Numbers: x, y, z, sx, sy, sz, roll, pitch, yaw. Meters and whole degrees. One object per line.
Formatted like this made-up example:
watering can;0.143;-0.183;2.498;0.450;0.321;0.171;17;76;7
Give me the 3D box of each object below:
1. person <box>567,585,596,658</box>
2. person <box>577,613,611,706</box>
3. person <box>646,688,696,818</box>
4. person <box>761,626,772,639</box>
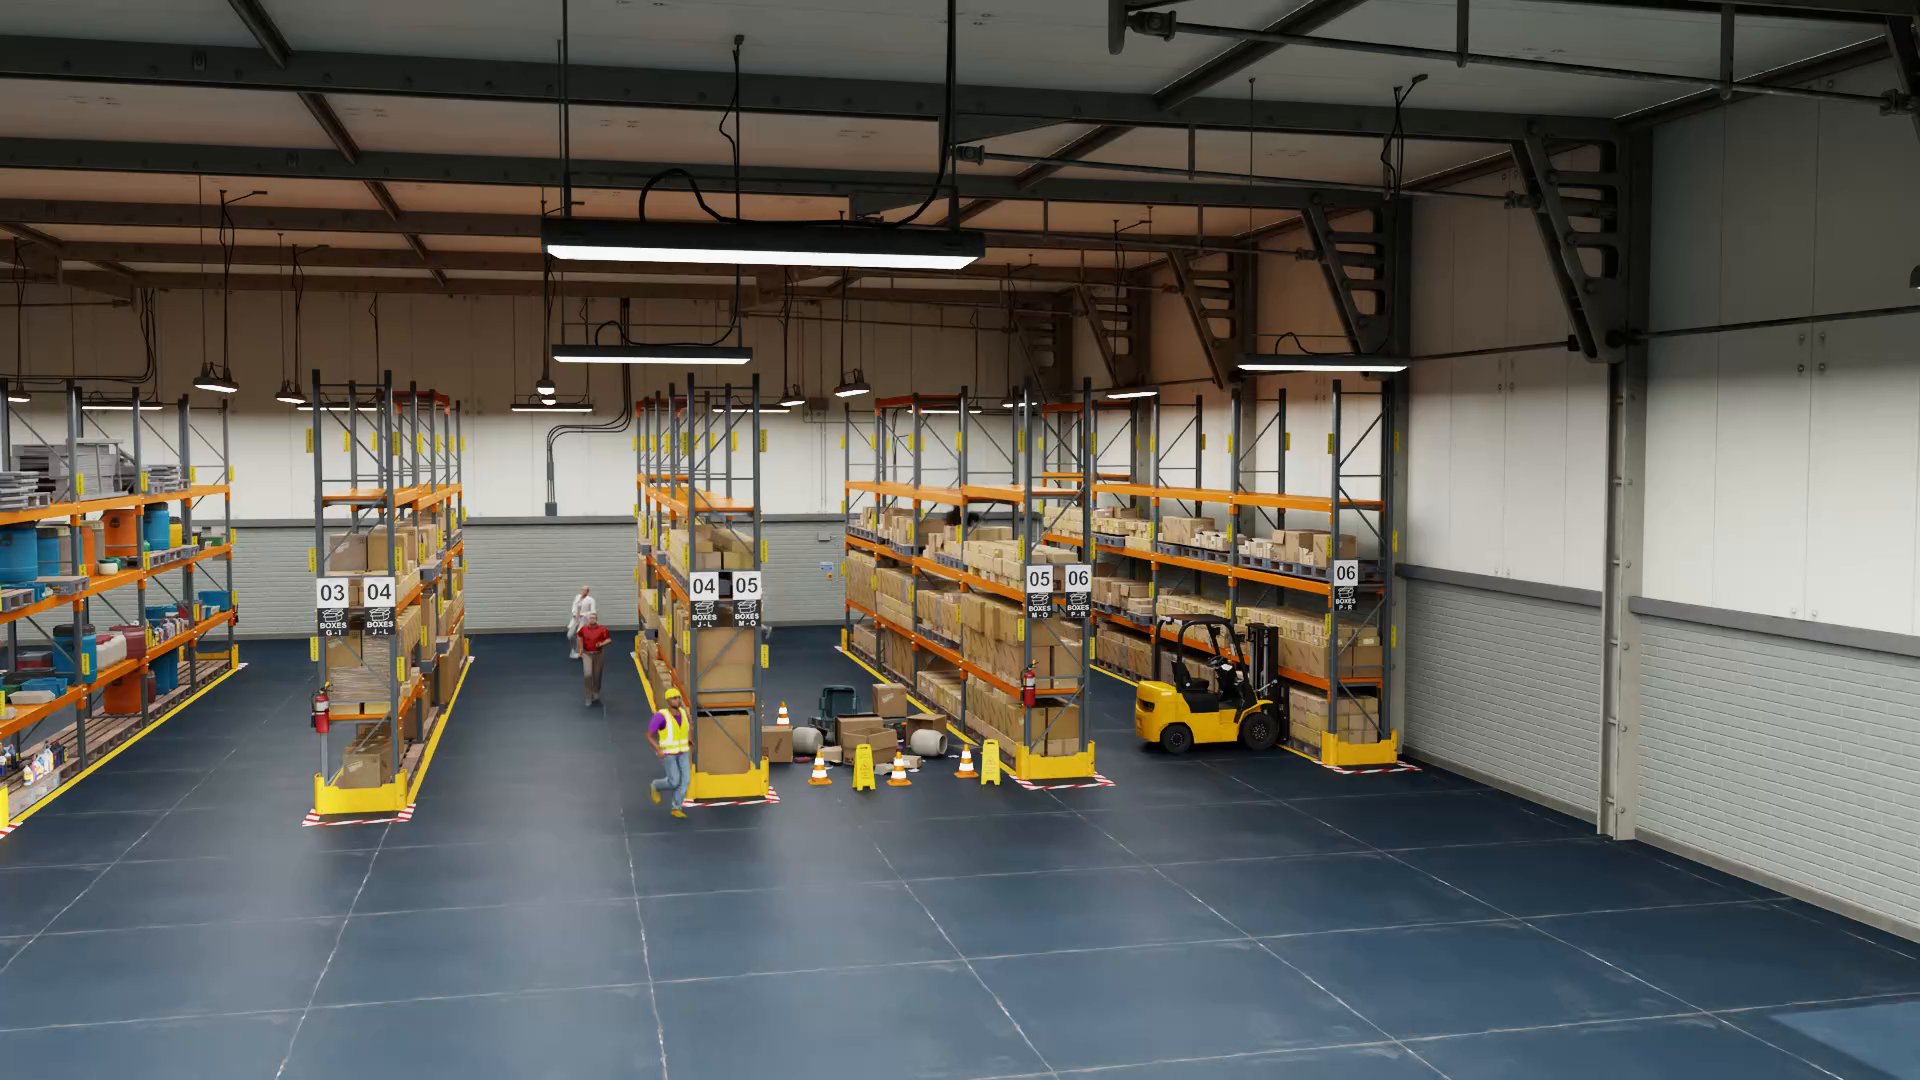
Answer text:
person;-8.775;1.907;38.618;0.733;1.716;0.641;1;3;19
person;-7.067;2.299;32.136;0.644;1.789;0.812;-1;3;-13
person;-3.880;2.856;22.417;0.714;1.728;0.669;-3;5;-44
person;-5.070;1.810;41.044;0.924;1.702;0.701;-1;4;-24
